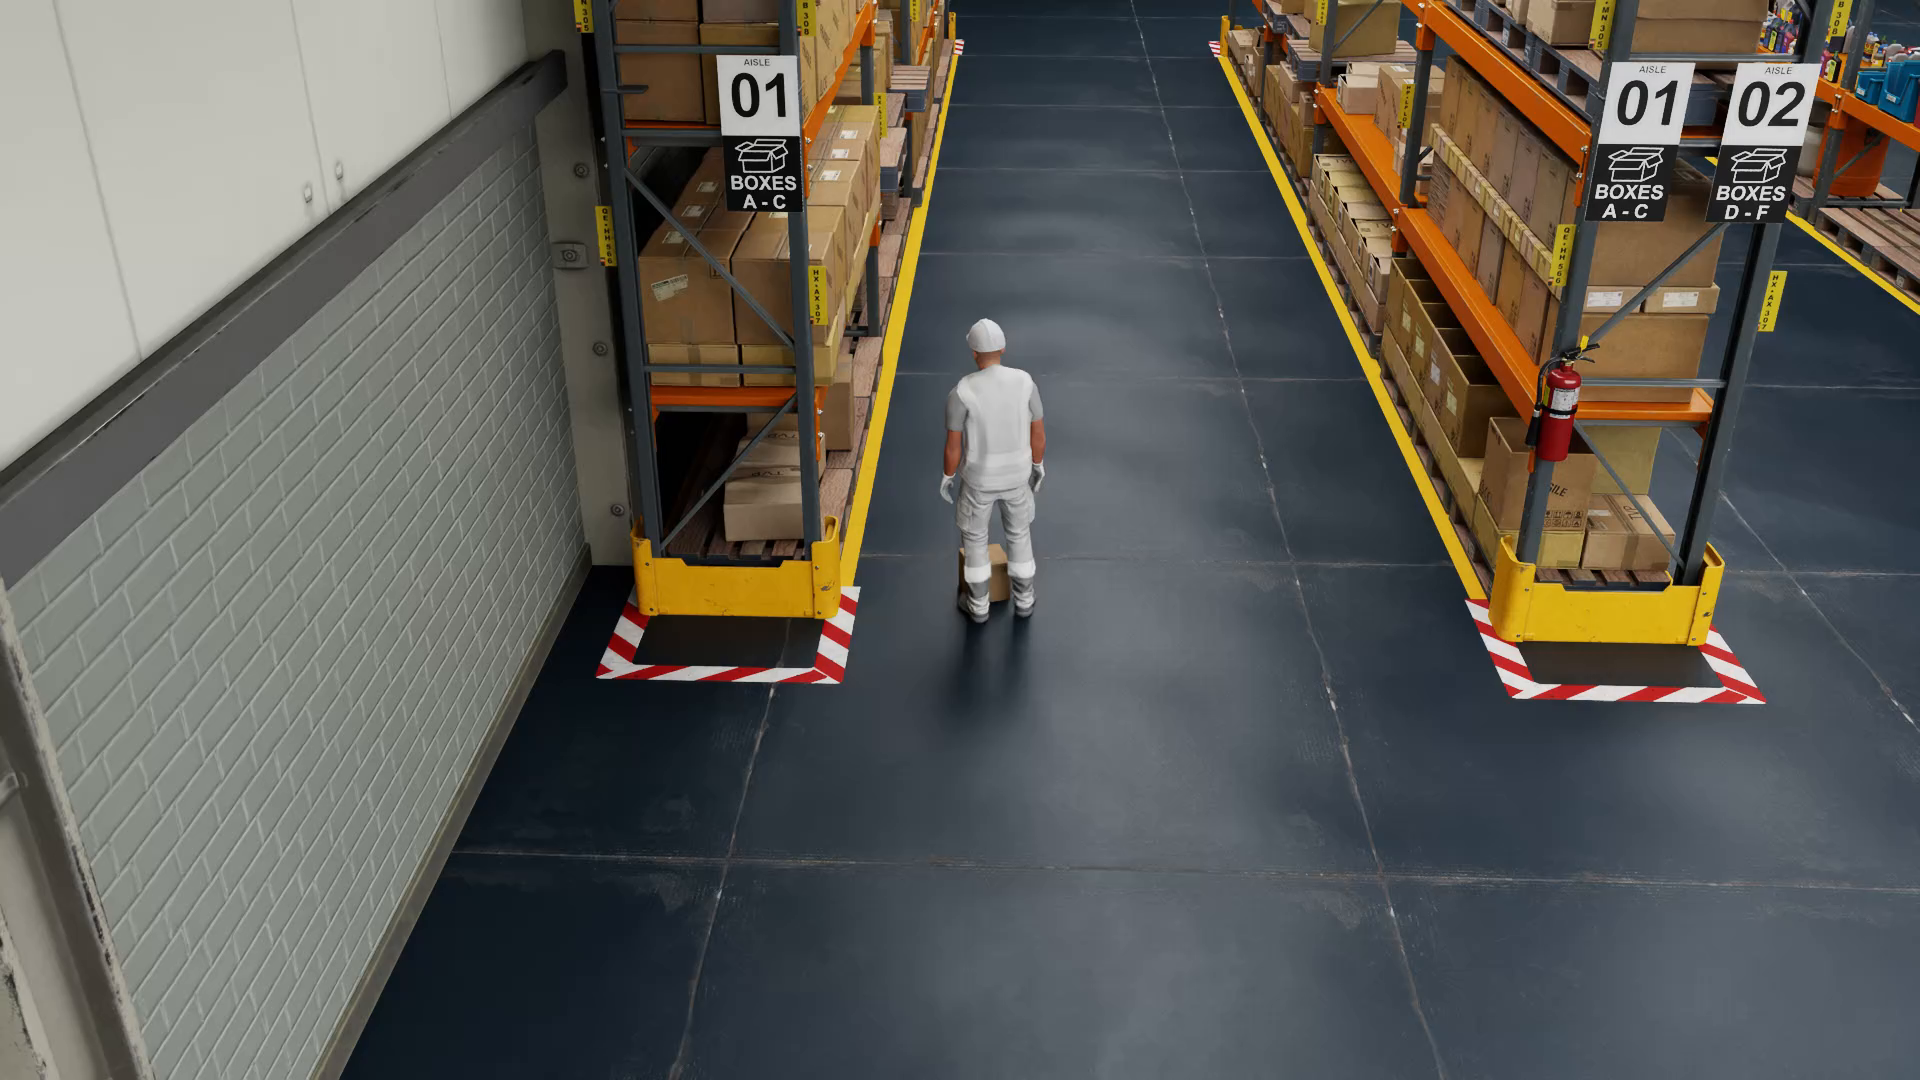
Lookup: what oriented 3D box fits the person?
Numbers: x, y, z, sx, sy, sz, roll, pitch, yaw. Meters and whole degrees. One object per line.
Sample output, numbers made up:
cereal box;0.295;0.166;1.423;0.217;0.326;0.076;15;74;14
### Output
person;0.184;-0.370;9.309;0.616;1.778;0.453;-7;29;-13
